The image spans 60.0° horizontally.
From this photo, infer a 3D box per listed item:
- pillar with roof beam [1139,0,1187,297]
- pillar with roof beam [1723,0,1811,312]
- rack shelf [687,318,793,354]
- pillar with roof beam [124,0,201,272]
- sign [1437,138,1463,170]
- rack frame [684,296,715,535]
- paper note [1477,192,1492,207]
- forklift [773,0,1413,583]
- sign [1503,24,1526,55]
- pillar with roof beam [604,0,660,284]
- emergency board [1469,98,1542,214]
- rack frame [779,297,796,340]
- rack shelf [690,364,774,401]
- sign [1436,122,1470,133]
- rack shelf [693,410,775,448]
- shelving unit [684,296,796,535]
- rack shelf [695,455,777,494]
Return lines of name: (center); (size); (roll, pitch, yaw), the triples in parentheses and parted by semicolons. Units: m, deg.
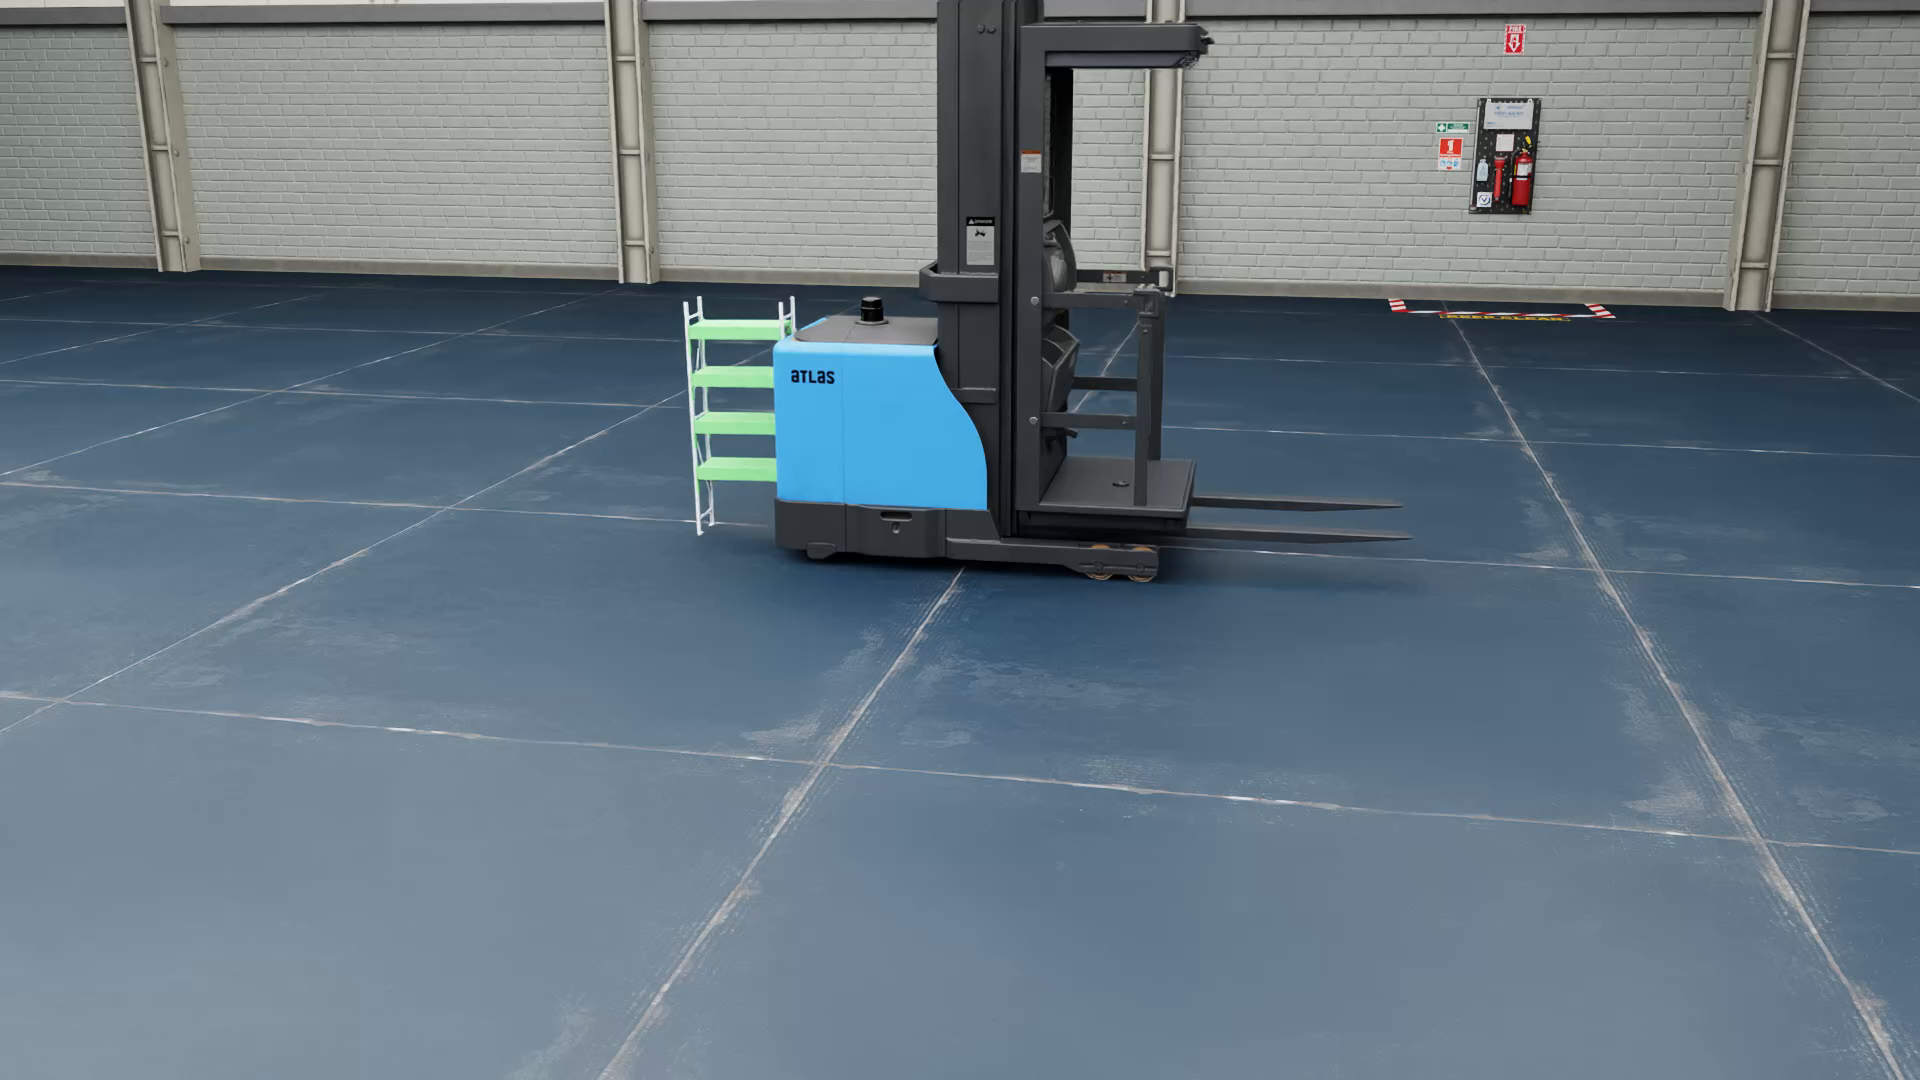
pillar with roof beam: (1.304, -5.890, 12.899); (0.400, 9.000, 9.100); (3, 16, 11)
pillar with roof beam: (7.184, -5.571, 11.747); (0.400, 9.000, 9.100); (3, 16, 11)
rack shelf: (-1.103, -1.029, 8.384); (0.480, 0.148, 0.258); (2, 16, 9)
pillar with roof beam: (-10.455, -6.529, 15.203); (0.400, 9.000, 9.100); (3, 16, 11)
sign: (5.107, -4.021, 17.322); (0.234, 0.329, 0.001); (3, 16, 11)
rack frame: (-1.337, -0.634, 8.533); (0.015, 1.200, 0.240); (2, 16, 9)
paper note: (5.468, -3.550, 17.340); (0.142, 0.148, 0.016); (3, 16, 11)
forklift: (0.664, -1.367, 7.936); (3.031, 2.935, 1.130); (3, 16, 10)
sign: (5.640, -5.091, 16.910); (0.199, 0.298, 0.001); (3, 16, 11)
pillar with roof beam: (-4.575, -6.209, 14.051); (0.400, 9.000, 9.100); (3, 16, 11)
emergency board: (5.628, -3.947, 17.124); (0.643, 1.169, 0.194); (3, 16, 11)
rack frame: (-0.855, -0.621, 8.455); (0.015, 1.200, 0.240); (2, 16, 9)
rack shelf: (-1.099, -0.797, 8.448); (0.480, 0.148, 0.258); (2, 16, 9)
sign: (5.109, -4.274, 17.242); (0.331, 0.109, 0.001); (3, 16, 11)
rack shelf: (-1.095, -0.566, 8.511); (0.480, 0.148, 0.258); (2, 16, 9)
shelving unit: (-1.096, -0.628, 8.494); (0.503, 1.200, 0.258); (2, 16, 9)
rack shelf: (-1.091, -0.335, 8.575); (0.480, 0.148, 0.258); (2, 16, 9)
